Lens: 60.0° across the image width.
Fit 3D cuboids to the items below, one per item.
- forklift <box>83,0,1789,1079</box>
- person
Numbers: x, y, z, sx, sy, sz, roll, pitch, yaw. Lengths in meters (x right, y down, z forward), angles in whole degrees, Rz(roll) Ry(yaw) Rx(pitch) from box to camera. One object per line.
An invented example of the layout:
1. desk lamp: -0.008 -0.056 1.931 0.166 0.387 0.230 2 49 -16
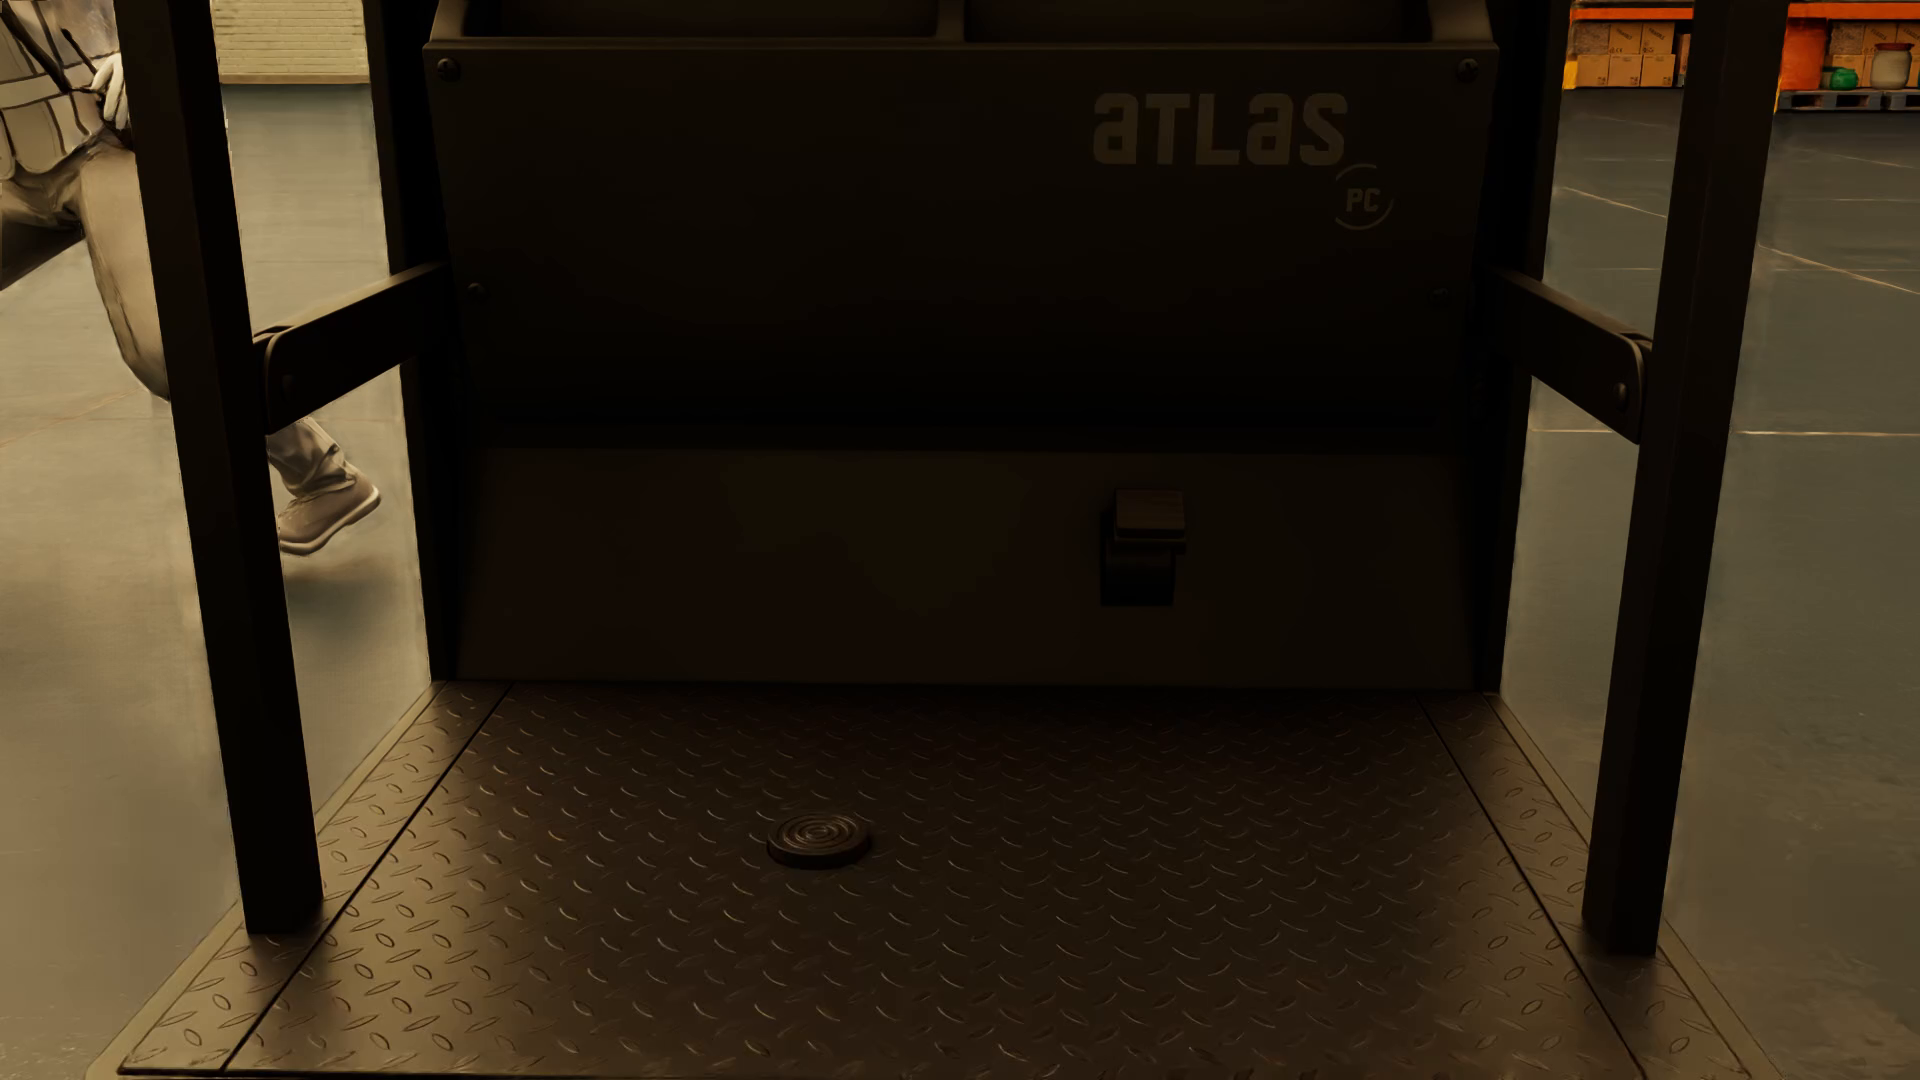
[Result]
1. forklift: -0.005 -0.848 1.159 1.130 2.935 3.031 0 17 2
2. person: -1.684 -0.620 2.986 1.060 1.606 0.520 6 18 20
